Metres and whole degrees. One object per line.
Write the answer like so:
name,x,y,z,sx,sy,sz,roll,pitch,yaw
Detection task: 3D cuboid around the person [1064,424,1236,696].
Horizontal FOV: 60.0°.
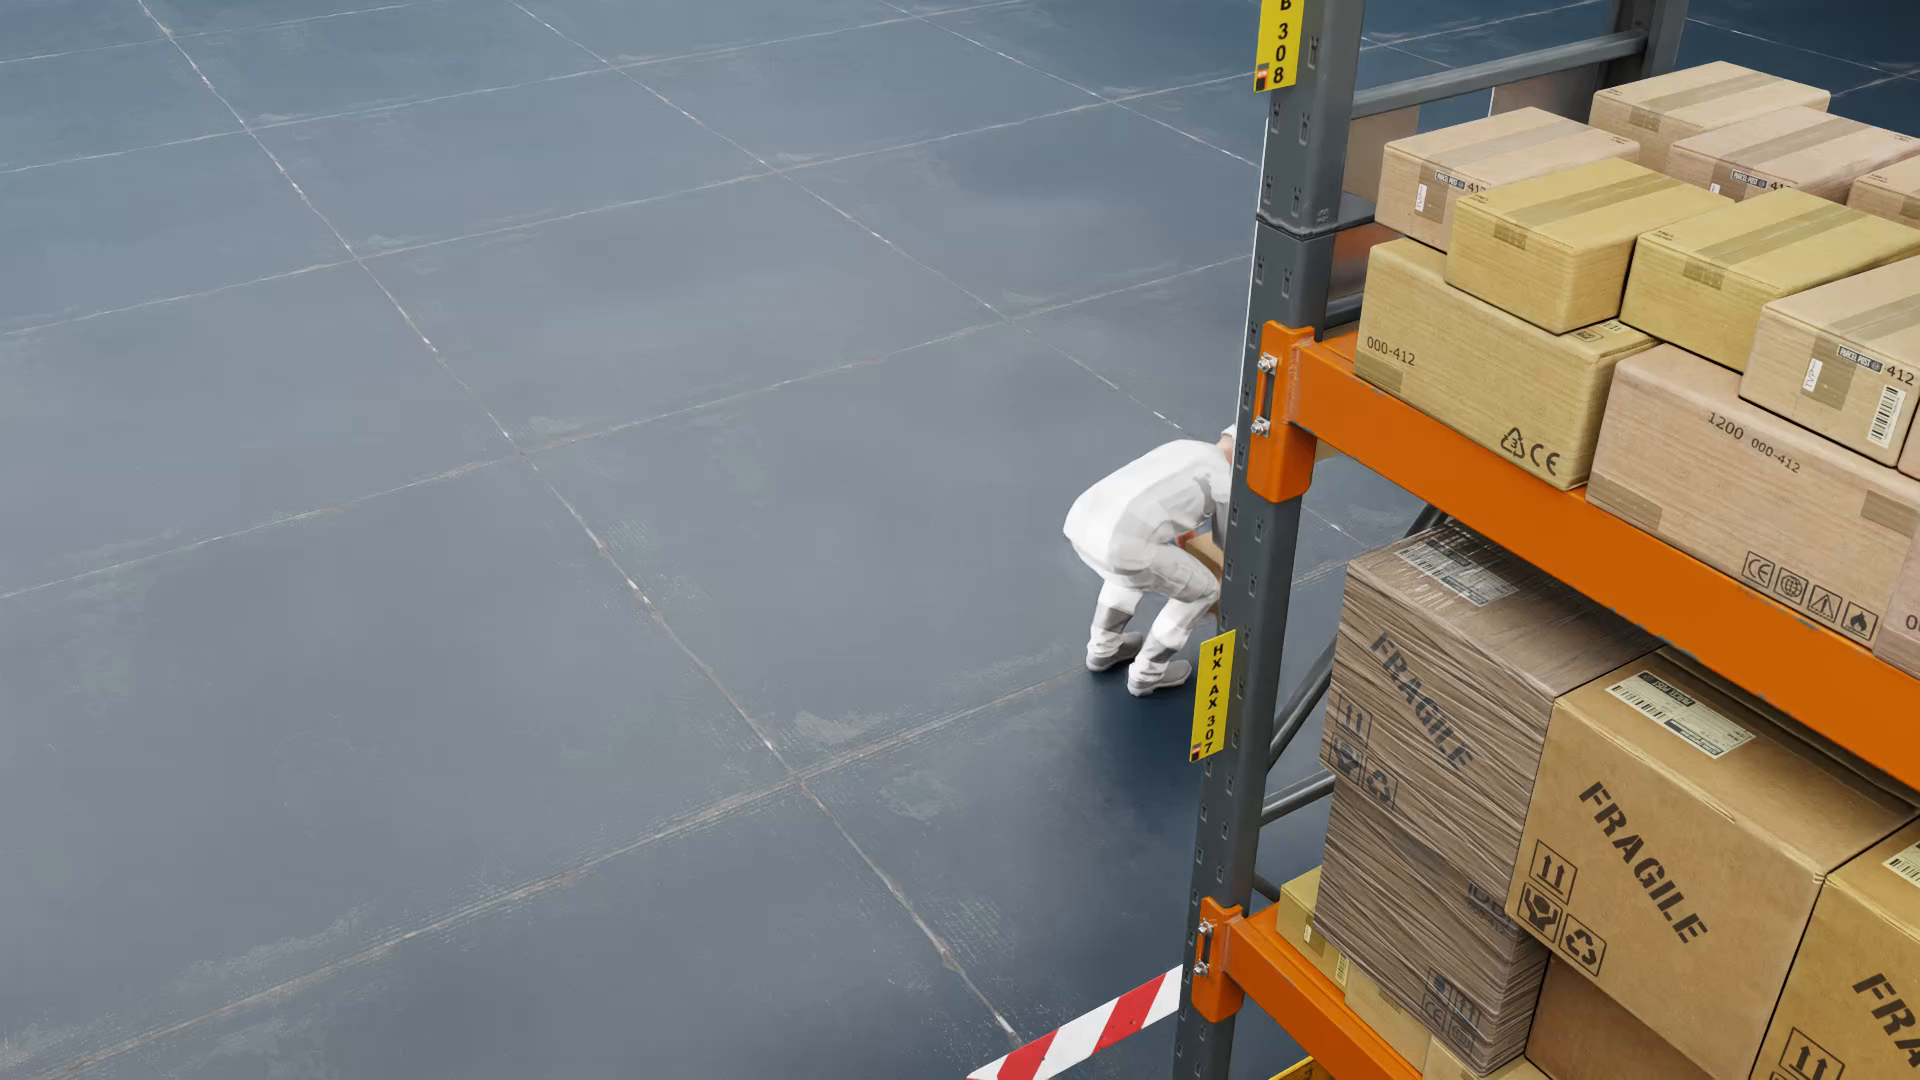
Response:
person,0.850,0.077,6.726,0.957,1.004,0.531,-21,38,-29
